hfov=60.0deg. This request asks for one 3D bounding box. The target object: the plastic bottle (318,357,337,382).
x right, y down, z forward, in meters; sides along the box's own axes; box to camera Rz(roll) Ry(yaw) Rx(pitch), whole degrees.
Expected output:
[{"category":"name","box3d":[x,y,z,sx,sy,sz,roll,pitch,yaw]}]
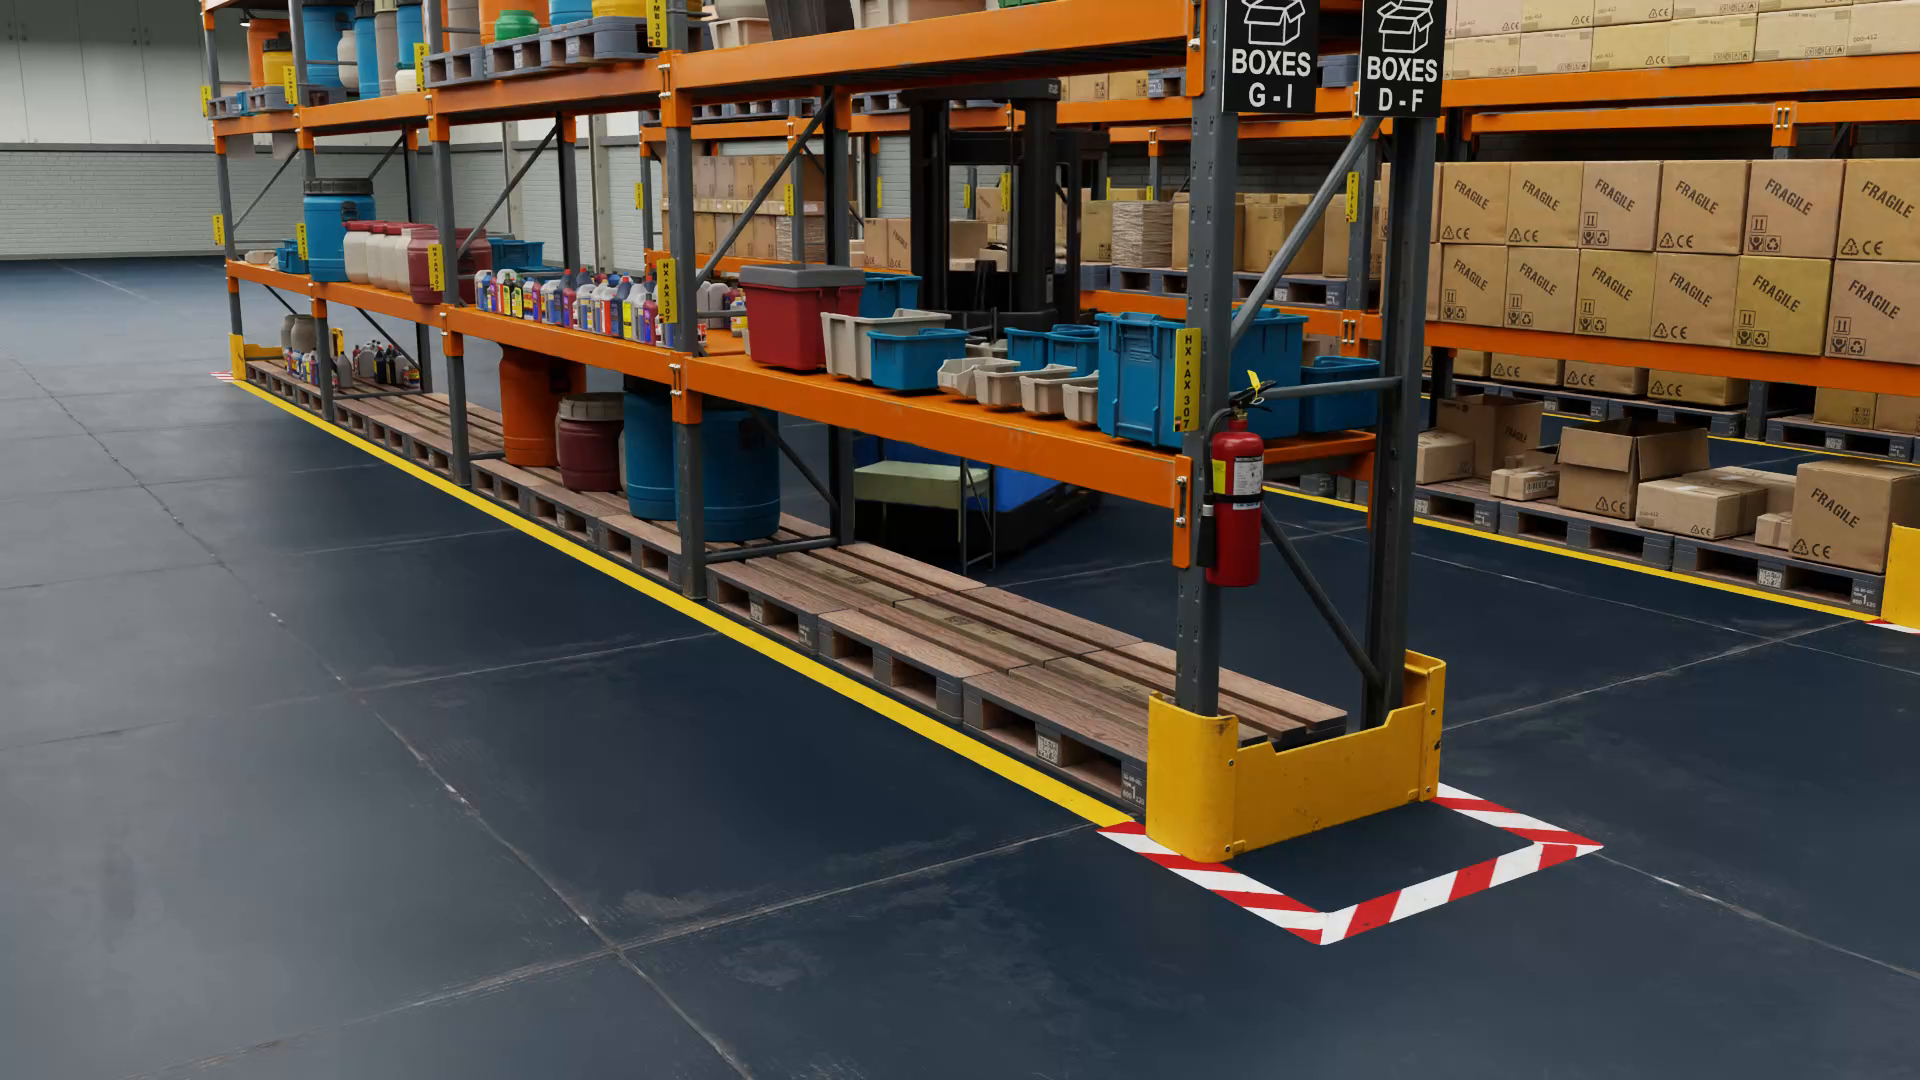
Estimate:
[{"category":"plastic bottle","box3d":[-6.074,-1.631,15.969,0.144,0.351,0.185,-9,15,-34]}]

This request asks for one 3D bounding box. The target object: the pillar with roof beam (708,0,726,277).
[{"category":"pillar with roof beam","box3d":[-8.571,-9.047,30.668,9.100,9.000,0.400,-8,15,-33]}]

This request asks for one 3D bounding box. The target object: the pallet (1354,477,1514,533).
[{"category":"pallet","box3d":[3.460,-0.308,11.276,1.003,0.211,1.213,-8,15,-33]}]

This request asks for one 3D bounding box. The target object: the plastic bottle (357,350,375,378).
[{"category":"plastic bottle","box3d":[-6.029,-1.794,16.889,0.152,0.276,0.135,-8,15,-33]}]

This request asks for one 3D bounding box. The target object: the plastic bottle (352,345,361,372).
[{"category":"plastic bottle","box3d":[-6.283,-1.894,17.328,0.061,0.283,0.133,-8,15,-33]}]

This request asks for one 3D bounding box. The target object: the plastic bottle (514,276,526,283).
[{"category":"plastic bottle","box3d":[-2.942,-1.641,11.147,0.097,0.271,0.097,0,12,0]}]

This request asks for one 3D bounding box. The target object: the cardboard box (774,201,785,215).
[{"category":"cardboard box","box3d":[-1.816,-3.648,18.271,0.380,0.149,0.250,-8,15,-34]}]

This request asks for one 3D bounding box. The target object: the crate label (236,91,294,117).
[{"category":"crate label","box3d":[-6.932,-4.362,16.613,0.502,0.251,0.408,-8,15,-33]}]

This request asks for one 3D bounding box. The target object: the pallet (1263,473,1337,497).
[{"category":"pallet","box3d":[2.598,-0.570,12.477,1.003,0.211,1.213,-8,15,-33]}]

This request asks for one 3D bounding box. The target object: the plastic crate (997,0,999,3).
[{"category":"plastic crate","box3d":[0.553,-2.235,6.684,0.504,0.338,0.767,-8,15,-33]}]

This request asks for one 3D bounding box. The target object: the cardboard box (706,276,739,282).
[{"category":"cardboard box","box3d":[-3.023,-3.095,21.190,0.500,0.500,0.500,-8,15,-33]}]

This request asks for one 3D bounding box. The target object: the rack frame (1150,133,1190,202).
[{"category":"rack frame","box3d":[2.770,-3.802,20.728,1.000,3.000,0.127,-8,15,-33]}]

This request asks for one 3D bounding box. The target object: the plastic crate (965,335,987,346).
[{"category":"plastic crate","box3d":[-0.201,-0.935,8.118,0.437,0.125,0.590,-8,15,-33]}]

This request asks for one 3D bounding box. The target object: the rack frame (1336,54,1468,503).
[{"category":"rack frame","box3d":[3.081,-1.793,11.538,1.000,3.000,0.127,-8,15,-33]}]

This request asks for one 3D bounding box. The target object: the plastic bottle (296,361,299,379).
[{"category":"plastic bottle","box3d":[-6.648,-1.733,16.787,0.097,0.201,0.097,0,12,0]}]

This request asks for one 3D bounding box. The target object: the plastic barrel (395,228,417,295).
[{"category":"plastic barrel","box3d":[-4.242,-2.206,13.164,0.421,0.512,0.421,0,12,0]}]

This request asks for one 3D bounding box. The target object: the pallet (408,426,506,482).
[{"category":"pallet","box3d":[-3.658,-0.698,13.062,1.003,0.211,1.213,-8,15,-33]}]

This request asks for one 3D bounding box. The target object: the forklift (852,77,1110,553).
[{"category":"forklift","box3d":[0.328,-1.625,10.933,1.130,2.935,3.031,5,13,20]}]

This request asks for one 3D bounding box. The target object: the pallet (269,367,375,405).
[{"category":"pallet","box3d":[-6.495,-1.609,17.225,1.003,0.211,1.213,-8,15,-33]}]

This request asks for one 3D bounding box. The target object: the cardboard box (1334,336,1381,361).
[{"category":"cardboard box","box3d":[4.544,-2.207,18.252,0.700,0.500,0.500,-8,15,-32]}]

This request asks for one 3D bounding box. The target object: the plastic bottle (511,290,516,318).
[{"category":"plastic bottle","box3d":[-2.919,-1.576,11.013,0.097,0.201,0.097,0,12,0]}]

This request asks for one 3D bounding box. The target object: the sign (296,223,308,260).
[{"category":"sign","box3d":[-5.942,-2.702,15.047,0.100,0.325,0.005,-8,15,-33]}]

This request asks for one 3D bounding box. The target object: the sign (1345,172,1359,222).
[{"category":"sign","box3d":[2.621,-2.292,11.111,0.100,0.325,0.005,-8,15,-33]}]

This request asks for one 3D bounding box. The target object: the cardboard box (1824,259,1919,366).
[{"category":"cardboard box","box3d":[4.822,-1.177,8.491,0.500,0.500,0.500,-8,14,-31]}]

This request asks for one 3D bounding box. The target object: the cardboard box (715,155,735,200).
[{"category":"cardboard box","box3d":[-2.437,-4.244,19.476,0.700,0.500,0.500,-8,15,-33]}]

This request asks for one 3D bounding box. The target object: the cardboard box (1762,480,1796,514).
[{"category":"cardboard box","box3d":[4.955,-0.172,9.534,0.500,0.250,0.500,-8,15,-33]}]

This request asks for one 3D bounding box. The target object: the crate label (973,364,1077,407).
[{"category":"crate label","box3d":[0.245,-0.620,6.650,0.396,0.136,0.243,-8,15,-33]}]

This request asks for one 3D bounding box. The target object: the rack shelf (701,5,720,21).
[{"category":"rack shelf","box3d":[-2.460,-5.955,19.149,1.077,0.370,4.000,-8,15,-33]}]

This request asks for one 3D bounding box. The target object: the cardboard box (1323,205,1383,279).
[{"category":"cardboard box","box3d":[3.004,-2.157,11.988,0.500,0.500,0.700,9,15,36]}]

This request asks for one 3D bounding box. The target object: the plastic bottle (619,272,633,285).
[{"category":"plastic bottle","box3d":[-2.290,-1.701,11.420,0.097,0.271,0.097,0,12,0]}]

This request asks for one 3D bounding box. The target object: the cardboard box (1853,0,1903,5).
[{"category":"cardboard box","box3d":[4.800,-2.779,8.206,0.500,0.250,0.500,-8,15,-33]}]

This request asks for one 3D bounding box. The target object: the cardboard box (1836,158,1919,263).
[{"category":"cardboard box","box3d":[4.821,-1.665,8.380,0.500,0.500,0.500,-8,15,-33]}]

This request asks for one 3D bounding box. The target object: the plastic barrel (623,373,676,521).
[{"category":"plastic barrel","box3d":[-1.725,-0.612,10.066,0.600,0.901,0.708,-8,15,-33]}]

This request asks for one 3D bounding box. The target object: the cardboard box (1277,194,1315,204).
[{"category":"cardboard box","box3d":[4.009,-3.656,18.795,0.700,0.500,0.500,-8,15,-33]}]

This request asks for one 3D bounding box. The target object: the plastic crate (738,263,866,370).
[{"category":"plastic crate","box3d":[-0.759,-1.079,7.984,0.402,0.464,0.583,-8,15,-33]}]

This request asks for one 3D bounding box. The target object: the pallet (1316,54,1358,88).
[{"category":"pallet","box3d":[2.778,-3.290,11.806,1.213,0.211,1.003,-8,15,-33]}]

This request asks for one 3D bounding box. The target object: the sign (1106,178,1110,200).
[{"category":"sign","box3d":[1.311,-3.097,14.977,0.100,0.325,0.005,-8,15,-33]}]

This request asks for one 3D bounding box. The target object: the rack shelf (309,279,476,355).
[{"category":"rack shelf","box3d":[-4.369,-1.923,13.816,1.077,0.370,4.000,-8,15,-33]}]

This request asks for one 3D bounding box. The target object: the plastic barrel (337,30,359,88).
[{"category":"plastic barrel","box3d":[-5.553,-4.455,15.445,0.421,0.512,0.421,0,12,0]}]

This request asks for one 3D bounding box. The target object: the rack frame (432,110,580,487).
[{"category":"rack frame","box3d":[-3.261,-1.918,12.113,1.000,3.000,0.127,-8,15,-33]}]

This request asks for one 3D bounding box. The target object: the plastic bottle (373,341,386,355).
[{"category":"plastic bottle","box3d":[-5.919,-1.852,16.982,0.144,0.351,0.185,-8,15,-33]}]

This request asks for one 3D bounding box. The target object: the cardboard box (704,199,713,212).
[{"category":"cardboard box","box3d":[-2.815,-3.968,19.735,0.380,0.149,0.250,-8,15,-33]}]

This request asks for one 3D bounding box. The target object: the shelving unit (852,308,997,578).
[{"category":"shelving unit","box3d":[-0.222,-0.559,9.406,0.755,1.500,0.431,6,14,27]}]

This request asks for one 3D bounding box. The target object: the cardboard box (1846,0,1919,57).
[{"category":"cardboard box","box3d":[4.793,-2.533,8.255,0.500,0.250,0.500,-8,15,-33]}]

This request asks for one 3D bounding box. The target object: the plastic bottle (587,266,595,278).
[{"category":"plastic bottle","box3d":[-2.682,-1.840,12.027,0.061,0.283,0.133,-8,15,-33]}]

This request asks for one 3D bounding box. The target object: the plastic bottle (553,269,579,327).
[{"category":"plastic bottle","box3d":[-2.437,-1.504,10.331,0.144,0.351,0.185,-8,15,-33]}]

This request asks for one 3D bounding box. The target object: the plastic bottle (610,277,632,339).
[{"category":"plastic bottle","box3d":[-1.929,-1.340,9.586,0.144,0.351,0.185,-8,15,-33]}]

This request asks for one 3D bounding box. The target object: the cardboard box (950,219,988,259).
[{"category":"cardboard box","box3d":[-0.079,-2.849,16.136,0.500,0.500,0.500,-9,15,-36]}]

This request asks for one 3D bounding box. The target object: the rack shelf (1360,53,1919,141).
[{"category":"rack shelf","box3d":[4.189,-2.551,9.667,1.077,0.370,4.000,-8,15,-33]}]

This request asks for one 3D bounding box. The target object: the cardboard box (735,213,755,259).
[{"category":"cardboard box","box3d":[-2.175,-3.525,19.226,0.700,0.500,0.500,-8,15,-32]}]

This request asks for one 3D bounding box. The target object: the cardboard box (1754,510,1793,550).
[{"category":"cardboard box","box3d":[4.641,-0.062,9.227,0.380,0.166,0.250,-8,15,-33]}]

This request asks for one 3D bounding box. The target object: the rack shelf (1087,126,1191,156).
[{"category":"rack shelf","box3d":[1.662,-5.272,22.111,1.077,0.370,4.000,-8,15,-33]}]

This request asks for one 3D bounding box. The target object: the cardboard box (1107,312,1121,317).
[{"category":"cardboard box","box3d":[2.162,-2.976,21.770,0.500,0.500,0.500,-9,16,-37]}]

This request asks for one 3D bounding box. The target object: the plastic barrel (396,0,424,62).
[{"category":"plastic barrel","box3d":[-4.290,-4.043,13.632,0.600,0.901,0.708,-8,15,-33]}]

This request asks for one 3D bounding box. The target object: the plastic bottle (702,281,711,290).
[{"category":"plastic bottle","box3d":[-1.626,-1.480,10.397,0.152,0.276,0.135,-8,15,-33]}]

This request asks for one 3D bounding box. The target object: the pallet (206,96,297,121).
[{"category":"pallet","box3d":[-7.317,-4.556,17.593,1.003,0.211,1.213,-8,15,-33]}]

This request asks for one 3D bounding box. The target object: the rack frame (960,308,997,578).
[{"category":"rack frame","box3d":[0.103,-0.523,9.241,0.023,1.500,0.400,6,14,27]}]
